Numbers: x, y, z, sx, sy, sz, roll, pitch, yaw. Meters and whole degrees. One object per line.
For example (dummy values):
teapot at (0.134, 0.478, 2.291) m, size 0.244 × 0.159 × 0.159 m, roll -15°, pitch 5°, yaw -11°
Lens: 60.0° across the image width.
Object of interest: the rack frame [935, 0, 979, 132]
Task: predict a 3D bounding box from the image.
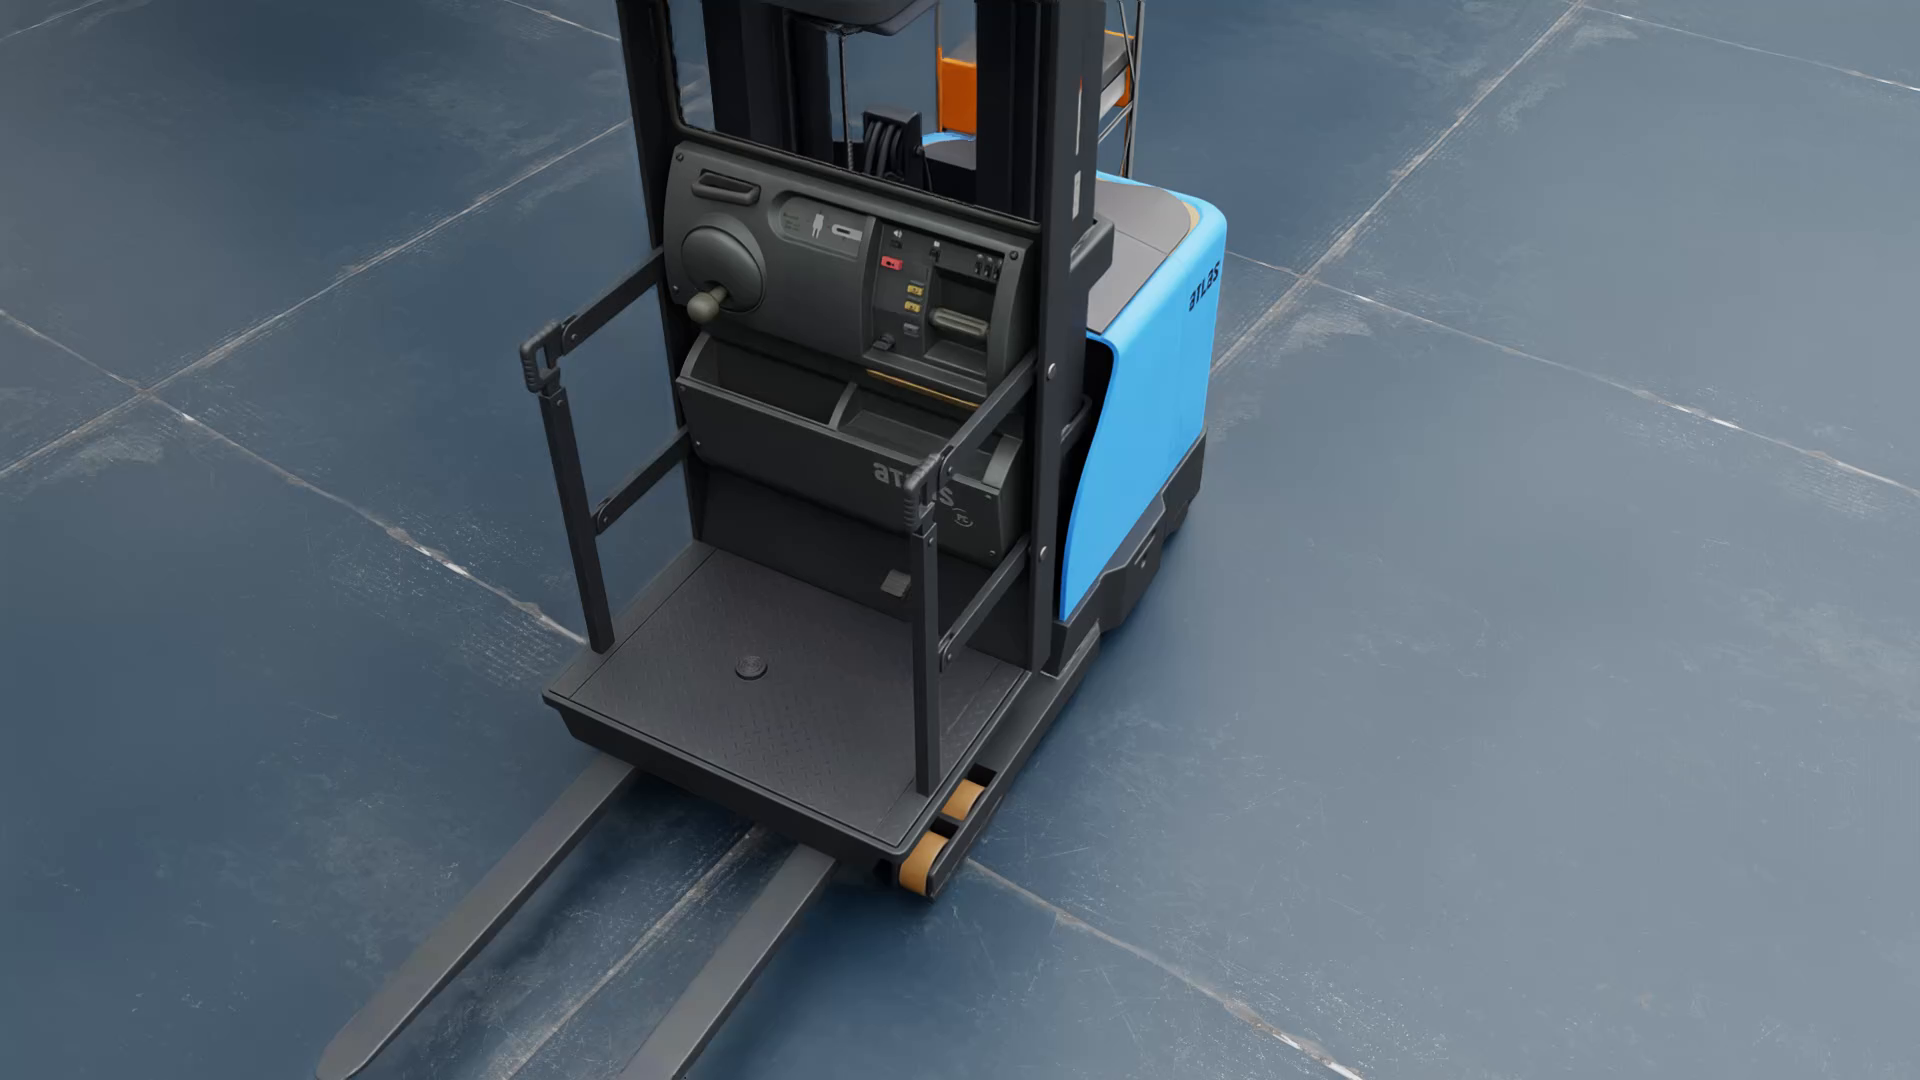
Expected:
rack frame at (0.025, -1.404, 5.245) m, size 0.015 × 2.100 × 0.400 m, roll 19°, pitch 45°, yaw 20°

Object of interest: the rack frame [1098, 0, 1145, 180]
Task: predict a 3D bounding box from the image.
rack frame at (0.460, -1.257, 5.080) m, size 0.015 × 2.100 × 0.400 m, roll 19°, pitch 45°, yaw 20°

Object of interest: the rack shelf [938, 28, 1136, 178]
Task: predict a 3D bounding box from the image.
rack shelf at (0.242, -1.321, 5.172) m, size 0.480 × 0.518 × 0.431 m, roll 19°, pitch 45°, yaw 20°

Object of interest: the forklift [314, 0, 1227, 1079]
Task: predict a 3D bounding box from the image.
forklift at (-0.382, -0.537, 3.653) m, size 1.130 × 2.935 × 3.031 m, roll 20°, pitch 46°, yaw 21°

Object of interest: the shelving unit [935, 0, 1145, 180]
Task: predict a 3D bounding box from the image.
shelving unit at (0.242, -1.331, 5.163) m, size 0.503 × 2.100 × 0.431 m, roll 19°, pitch 45°, yaw 20°
